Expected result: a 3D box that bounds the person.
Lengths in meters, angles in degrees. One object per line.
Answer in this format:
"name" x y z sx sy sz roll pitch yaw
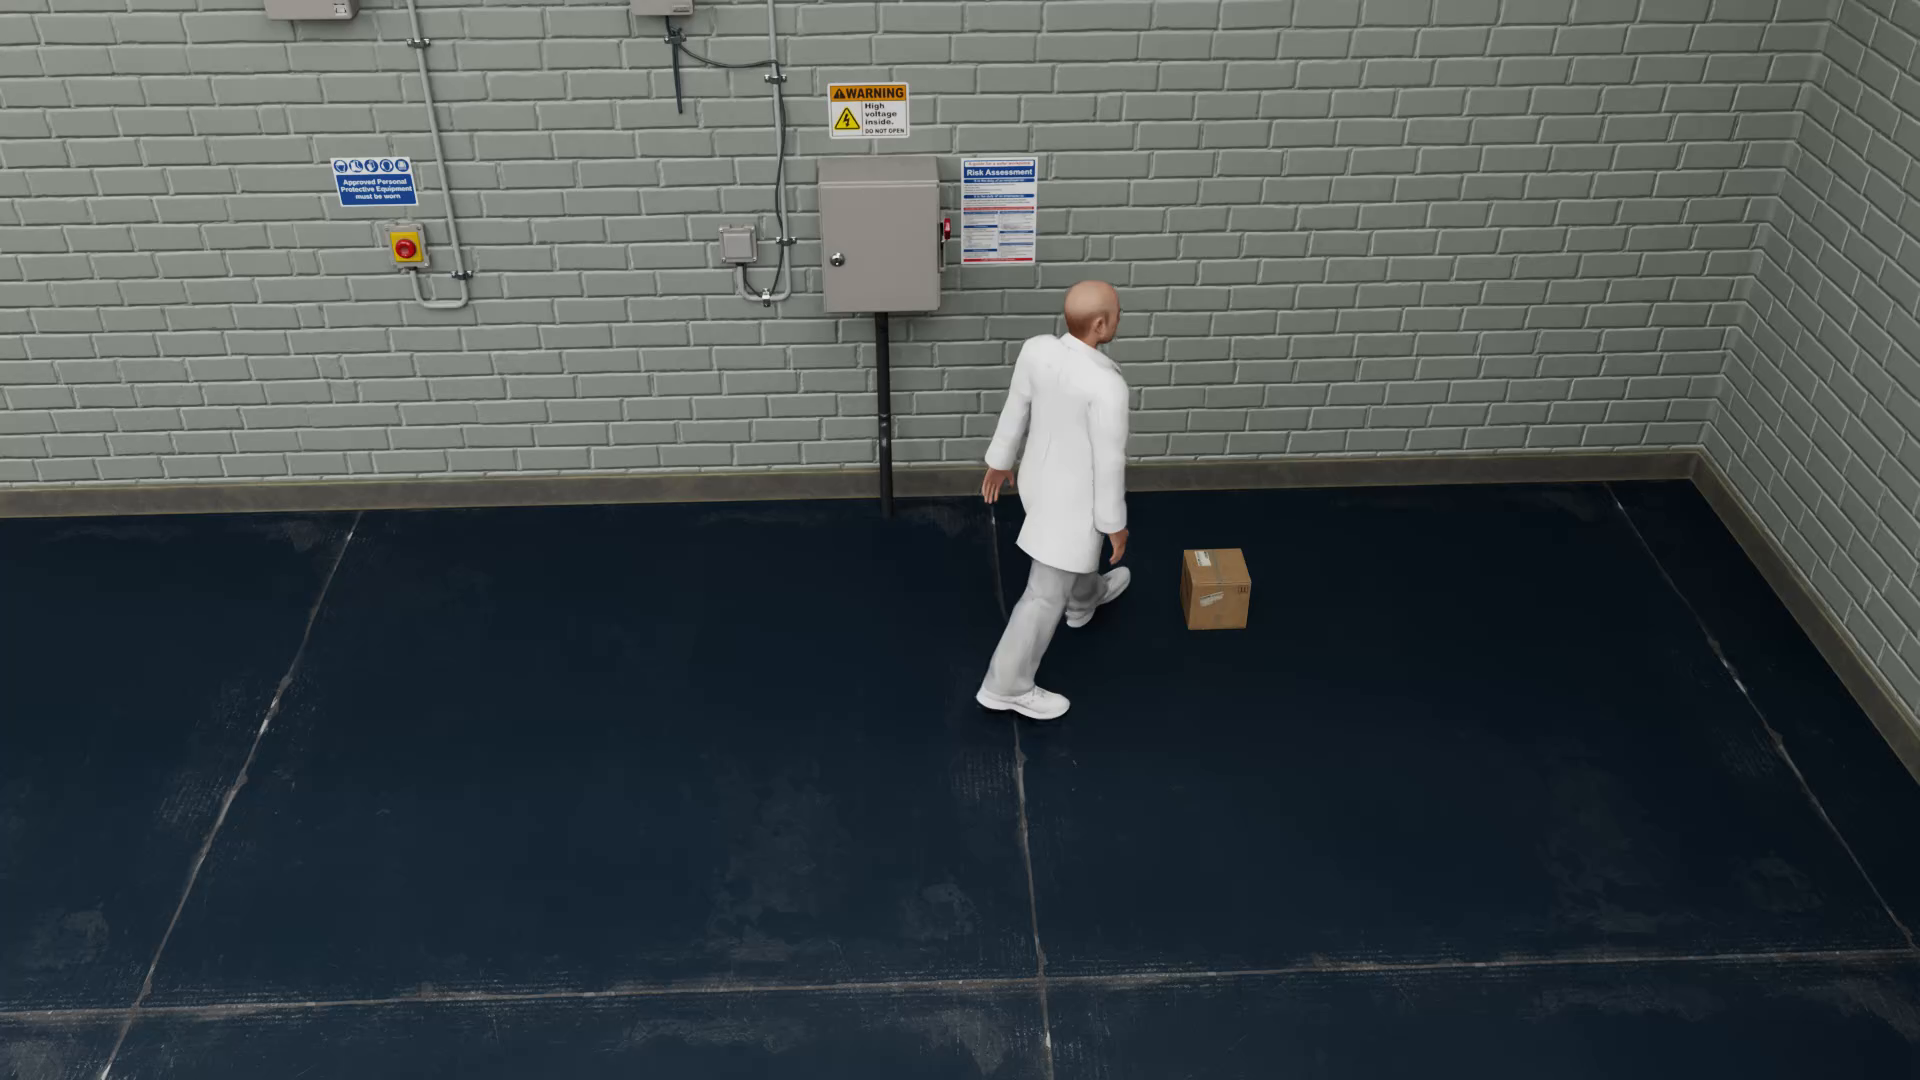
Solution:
"person" 0.510 -0.306 6.600 0.939 1.762 0.663 -21 40 -27
